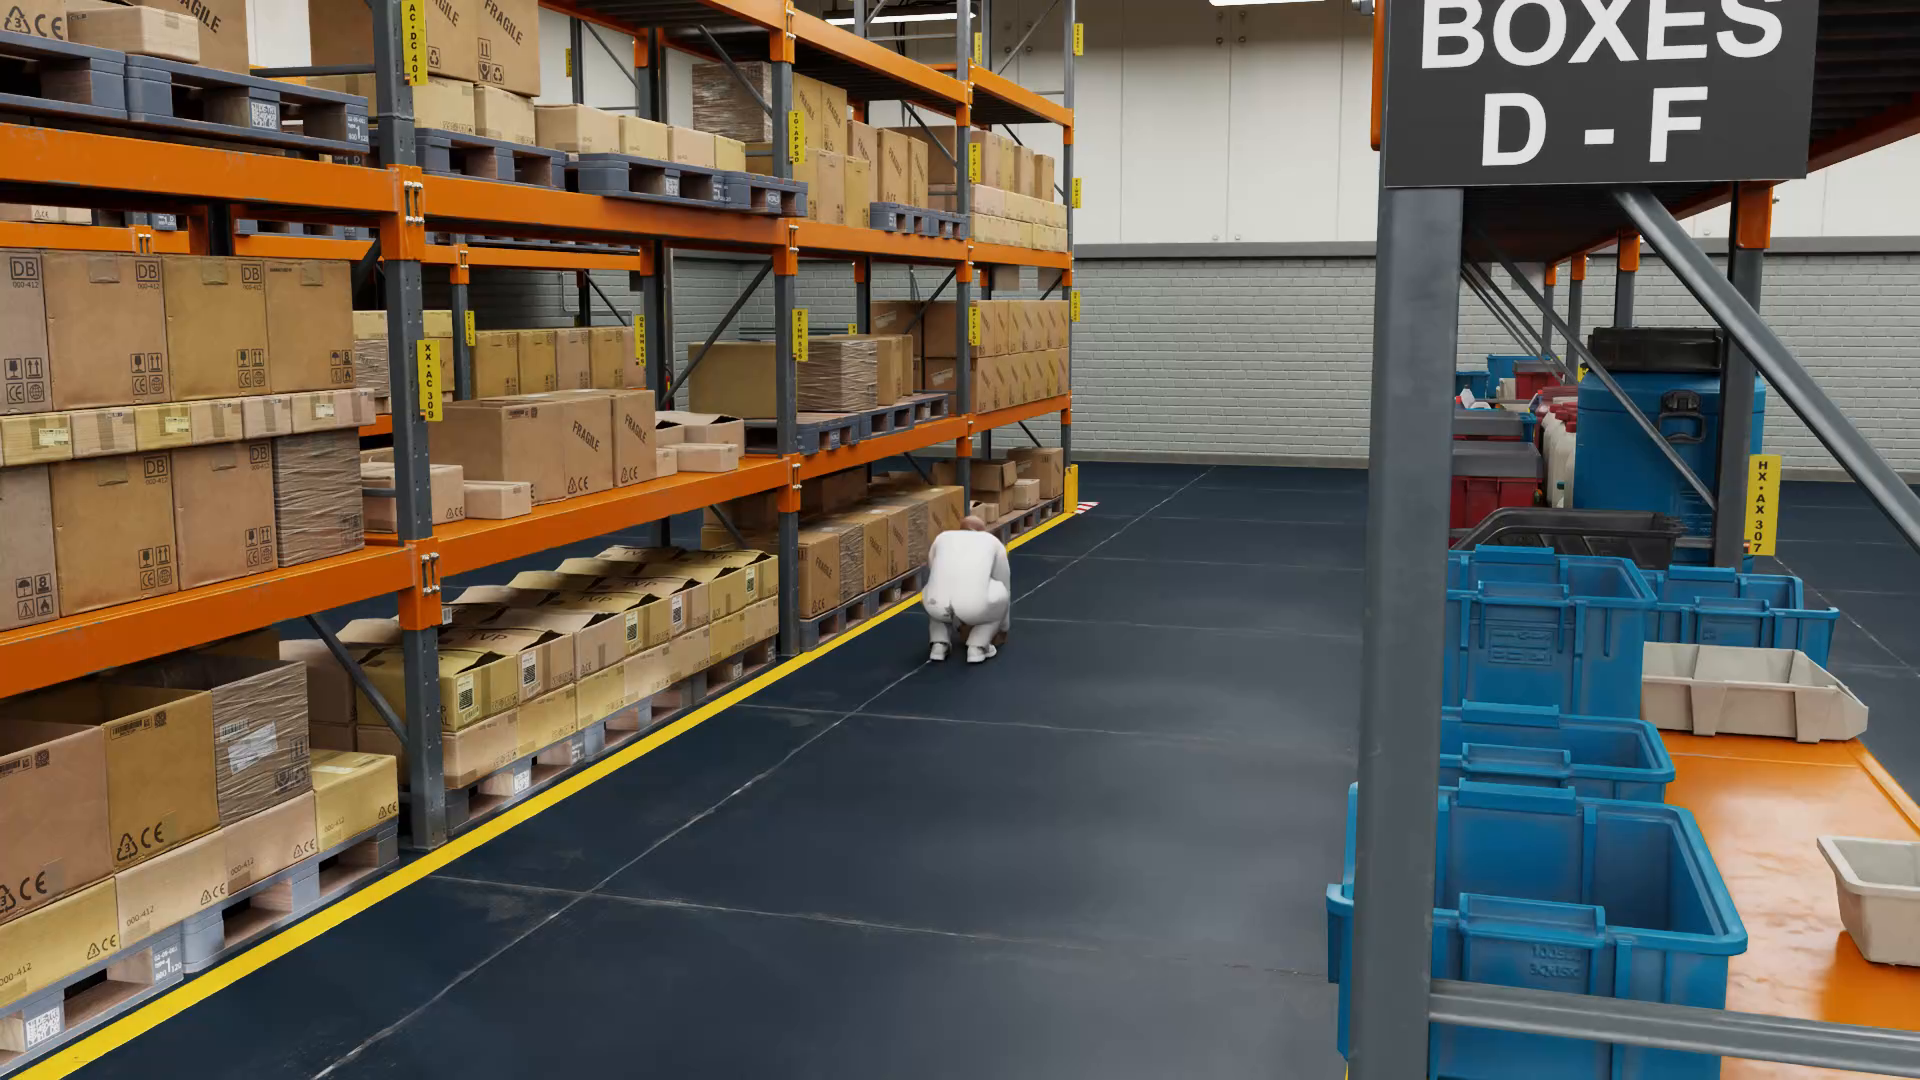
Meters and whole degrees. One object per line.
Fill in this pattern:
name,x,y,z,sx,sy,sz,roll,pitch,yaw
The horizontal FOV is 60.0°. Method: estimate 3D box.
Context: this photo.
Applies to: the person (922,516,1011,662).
person,0.047,0.321,10.897,0.594,0.887,0.905,2,9,16
